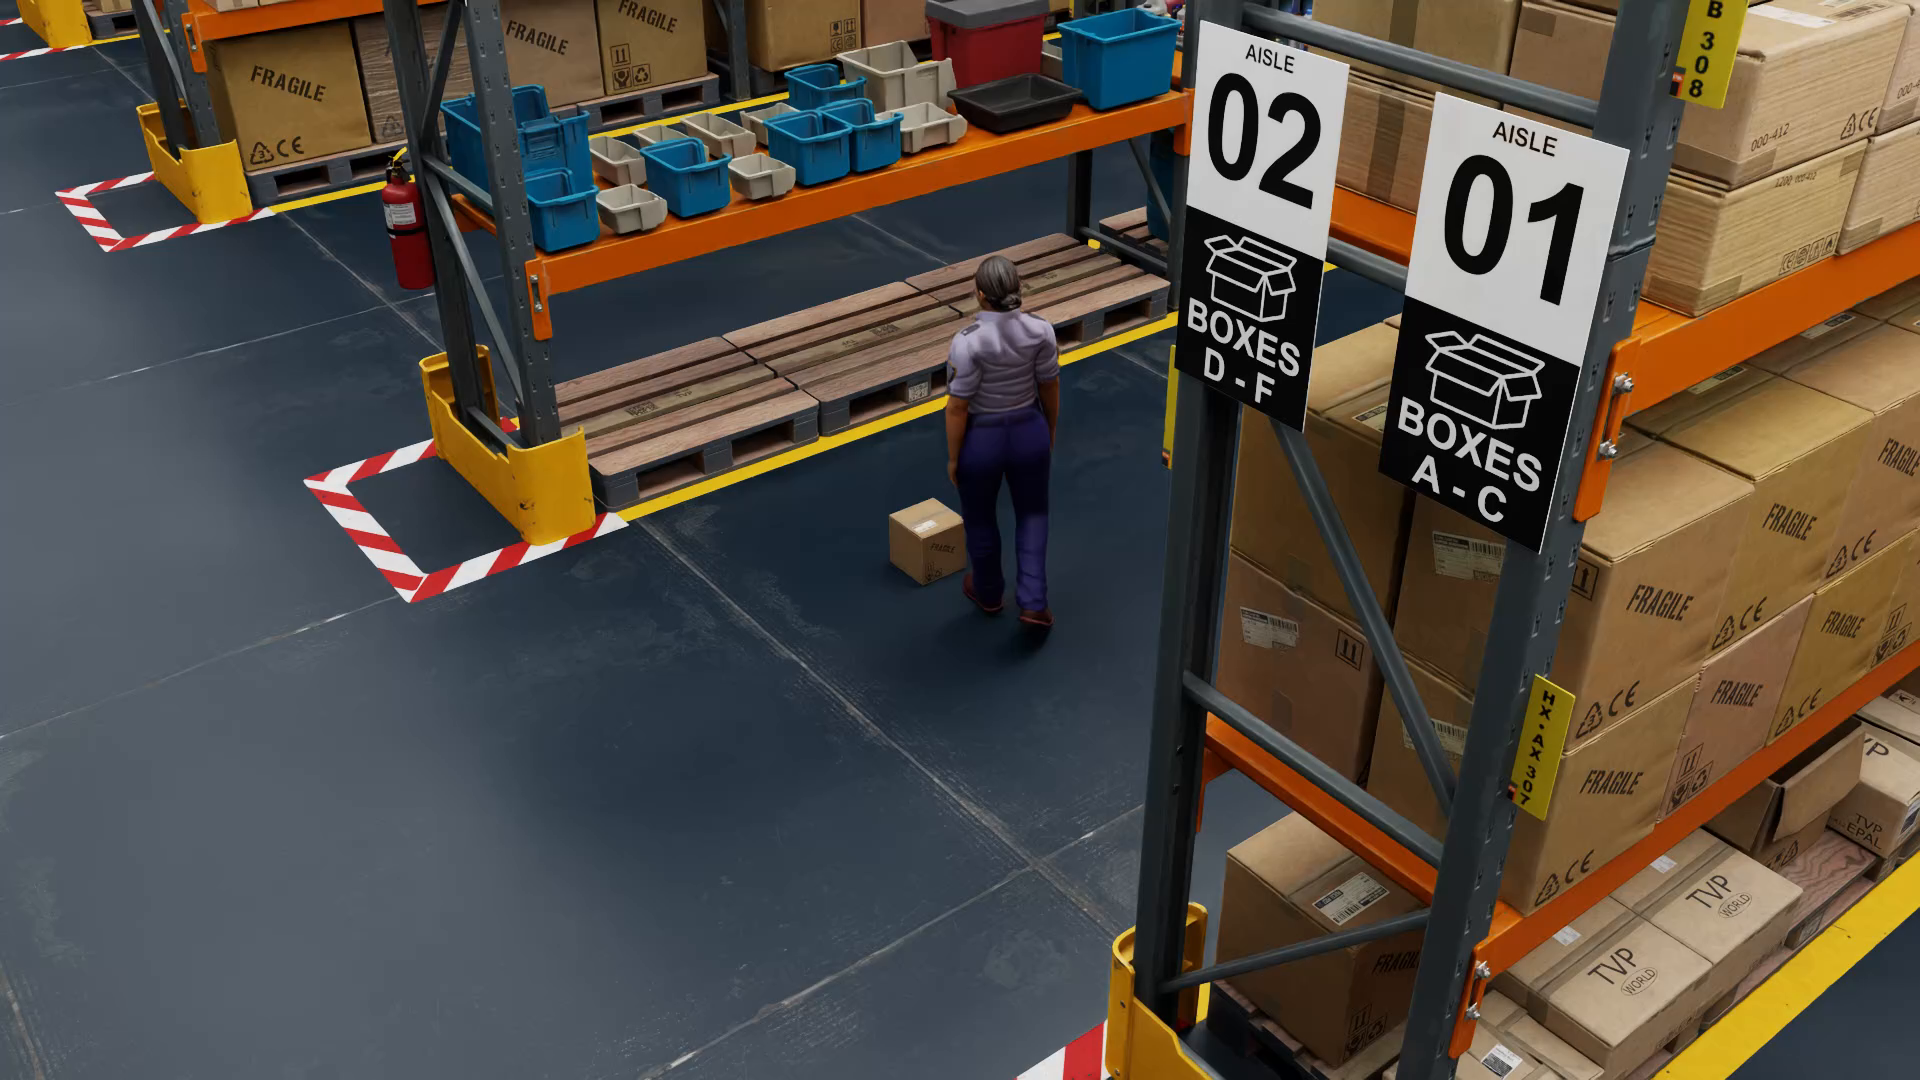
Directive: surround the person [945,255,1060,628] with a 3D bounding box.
[{"bbox_3d":[0.176,-0.361,6.721,0.506,1.637,0.626,-9,33,-14],"label":"person"}]
